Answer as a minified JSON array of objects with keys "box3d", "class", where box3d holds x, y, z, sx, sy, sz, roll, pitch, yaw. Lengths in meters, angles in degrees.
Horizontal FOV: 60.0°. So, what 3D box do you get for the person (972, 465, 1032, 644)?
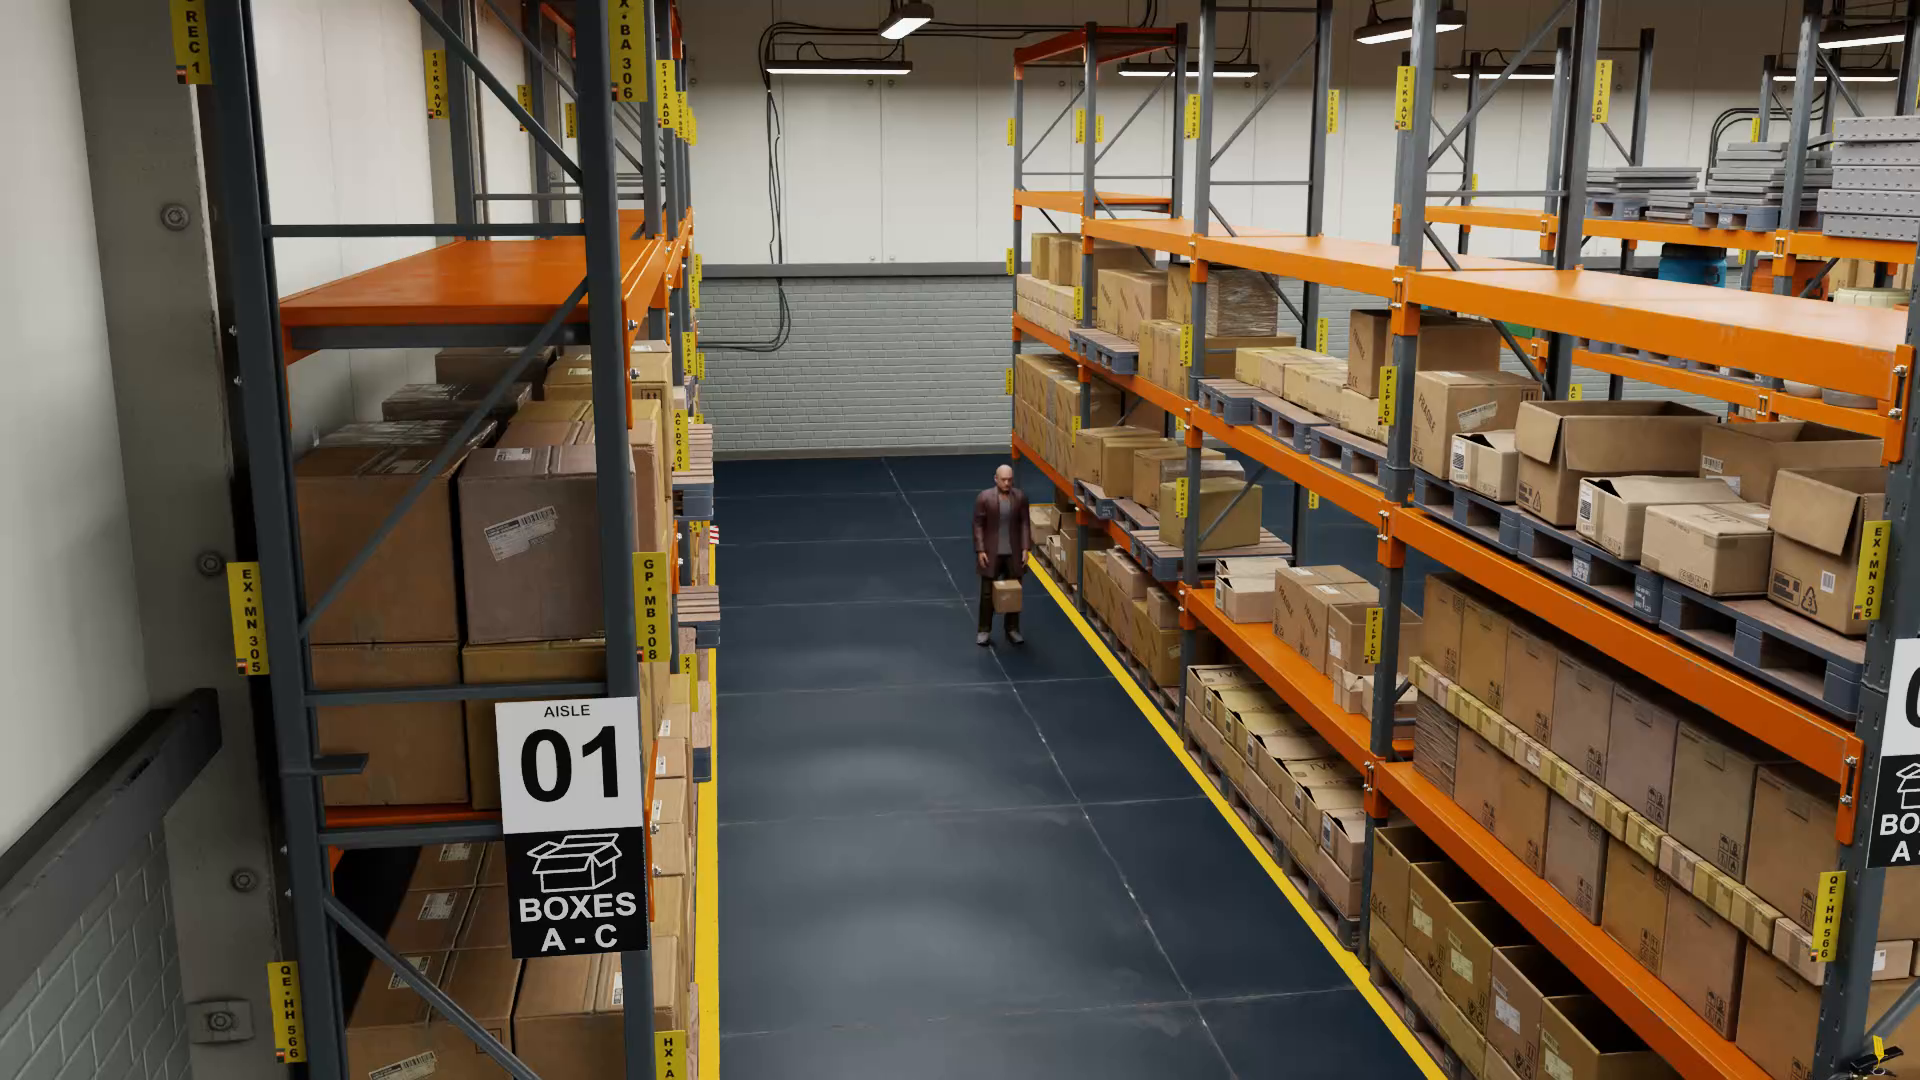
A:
[{"box3d":[0.419,0.130,16.441,0.591,1.777,0.424,-2,13,-10],"class":"person"}]
